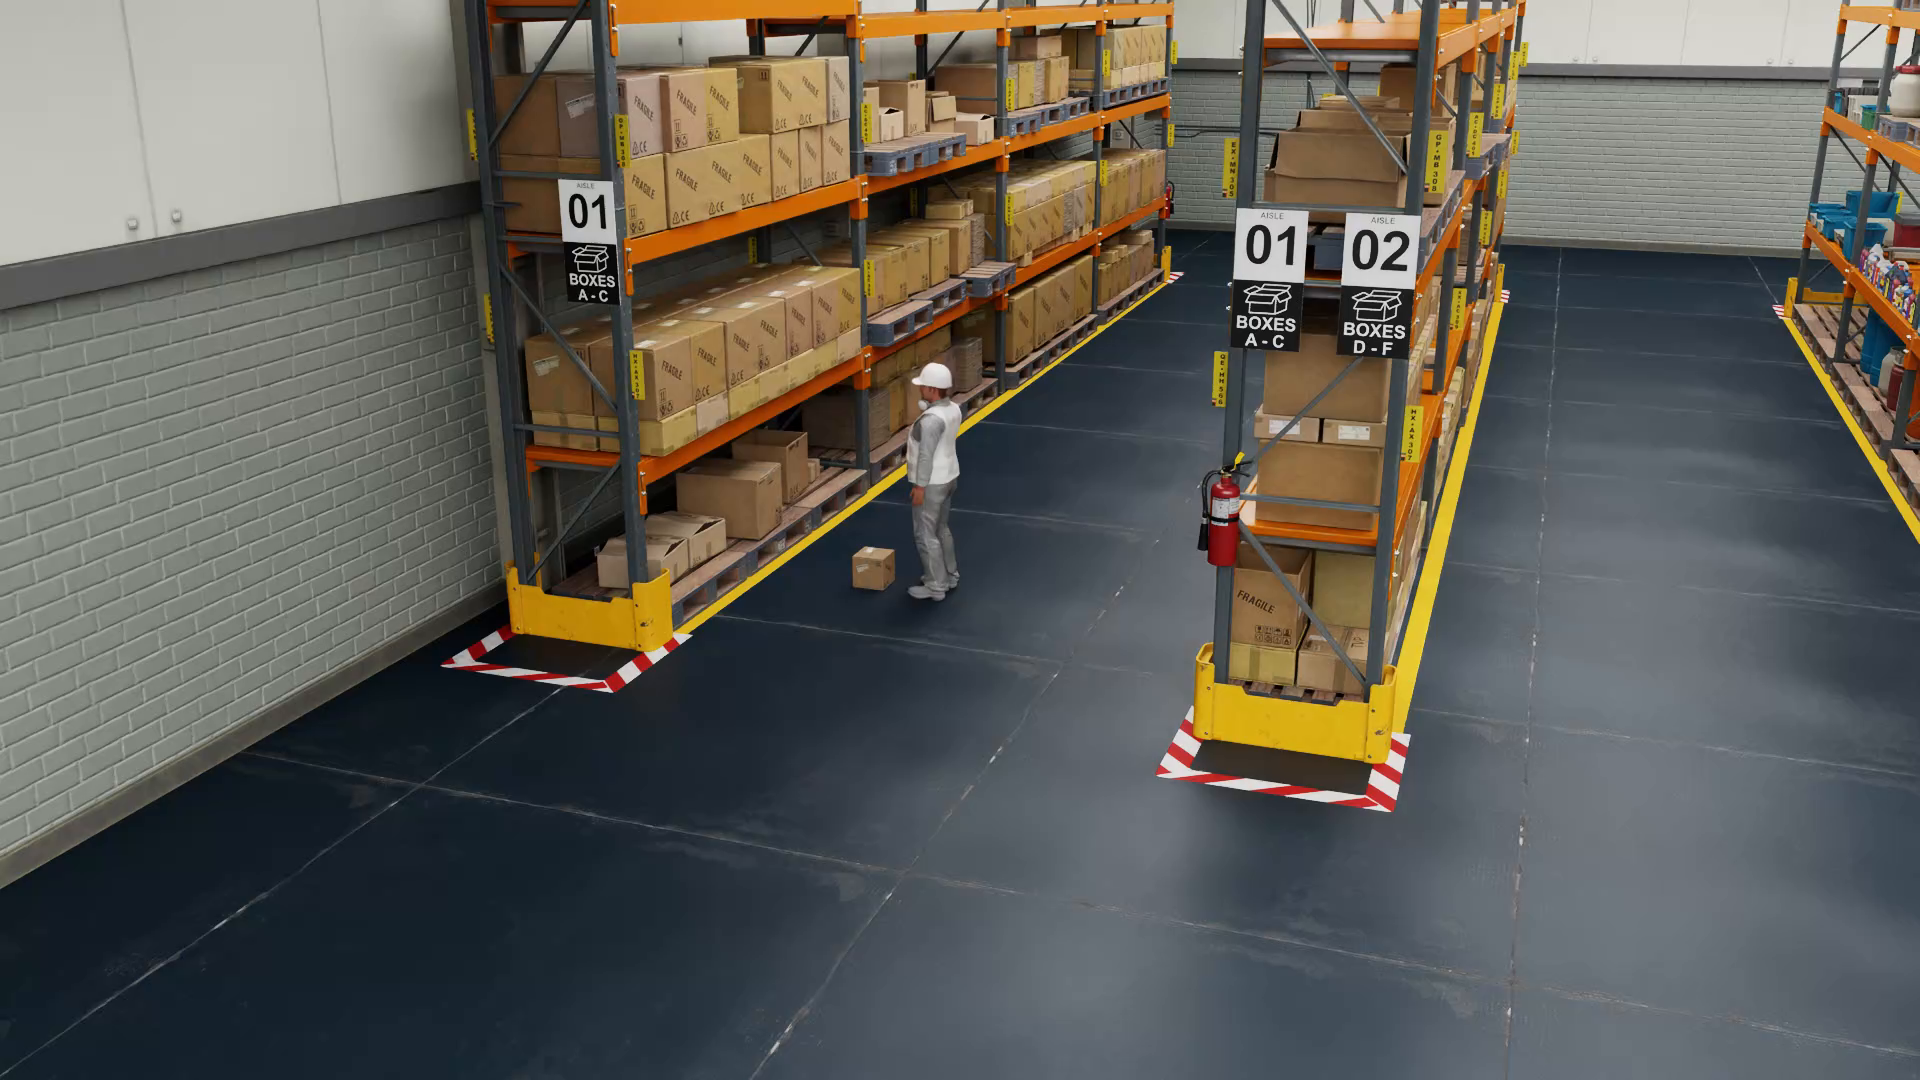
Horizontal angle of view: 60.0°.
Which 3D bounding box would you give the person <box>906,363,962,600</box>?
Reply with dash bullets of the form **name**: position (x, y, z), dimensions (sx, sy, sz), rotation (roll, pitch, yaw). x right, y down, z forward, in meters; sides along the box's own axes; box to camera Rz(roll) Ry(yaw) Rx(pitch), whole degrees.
- **person**: position (-0.205, -0.445, 12.356), dimensions (0.360, 1.767, 0.531), rotation (7, 20, 19)
